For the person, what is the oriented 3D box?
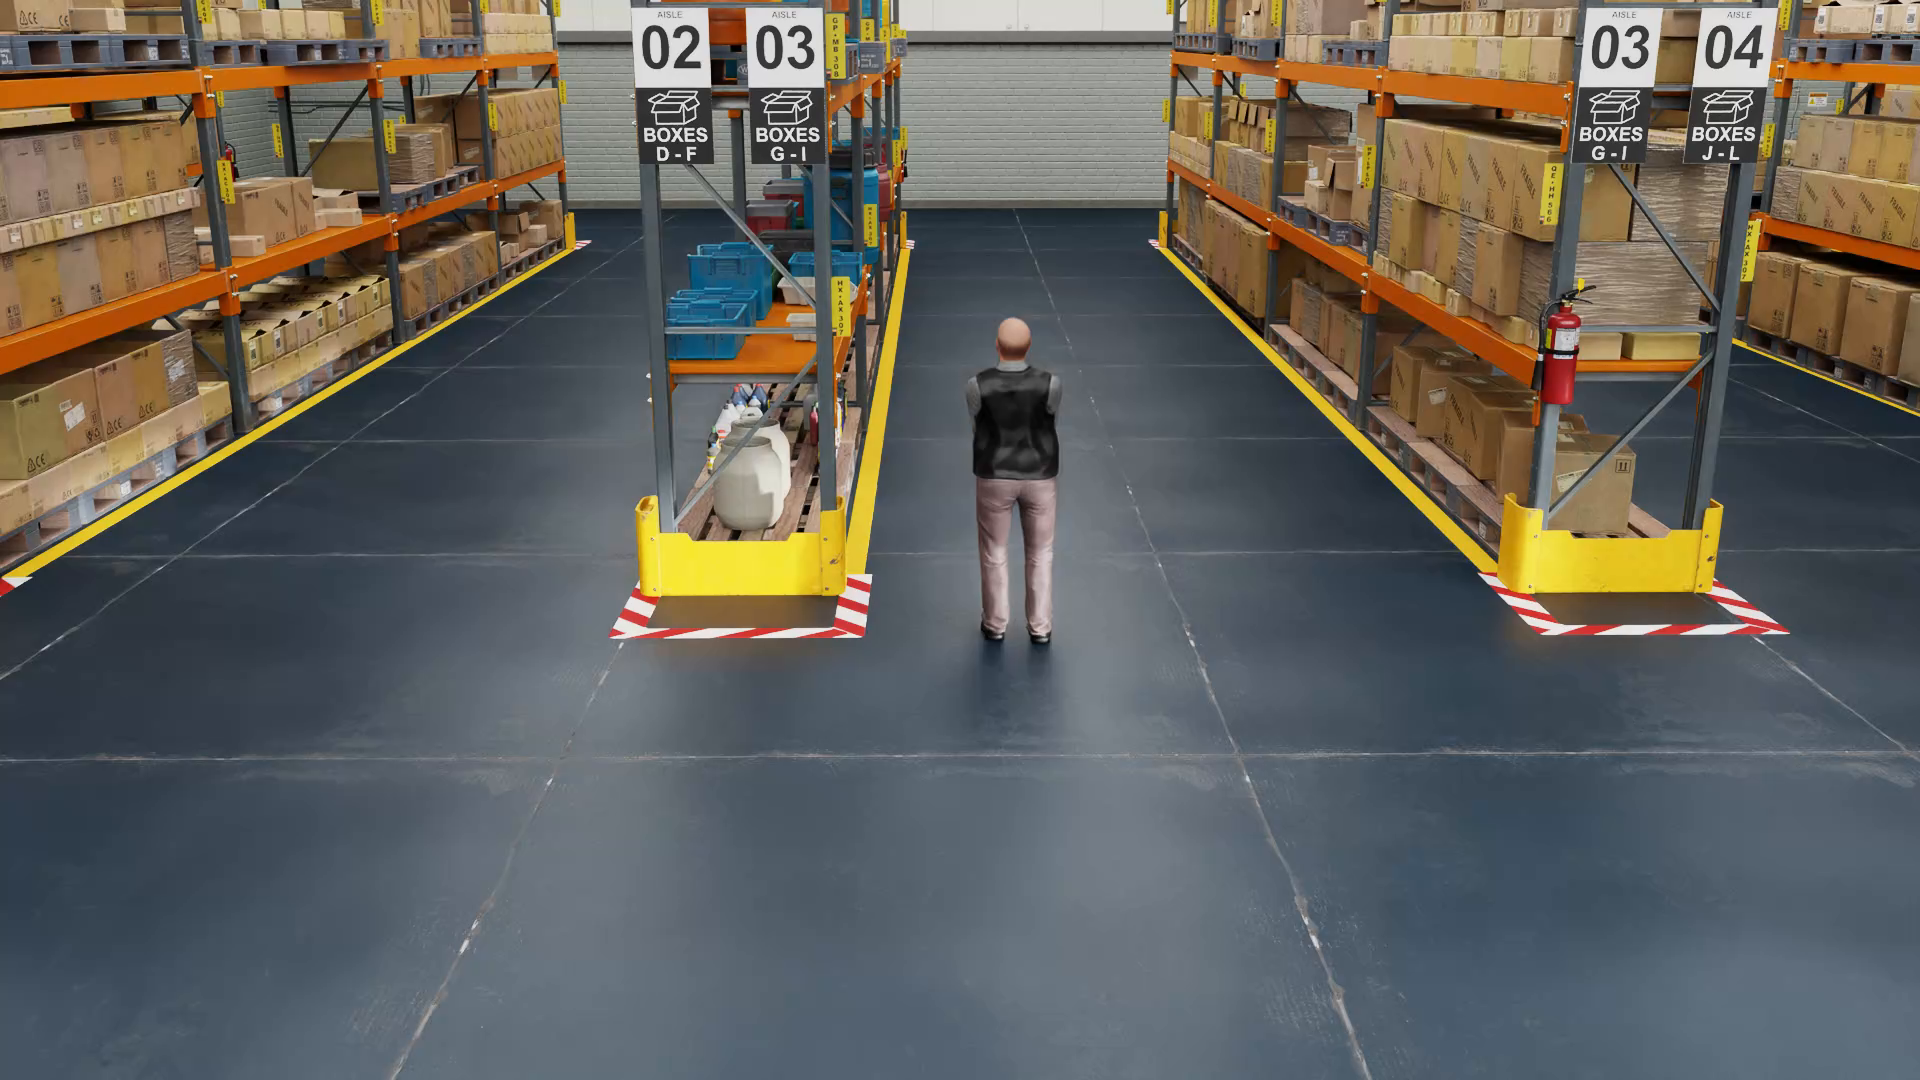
[{"bbox_3d":[0.270,-0.285,8.670,0.495,1.636,0.546,0,17,0],"label":"person"}]
